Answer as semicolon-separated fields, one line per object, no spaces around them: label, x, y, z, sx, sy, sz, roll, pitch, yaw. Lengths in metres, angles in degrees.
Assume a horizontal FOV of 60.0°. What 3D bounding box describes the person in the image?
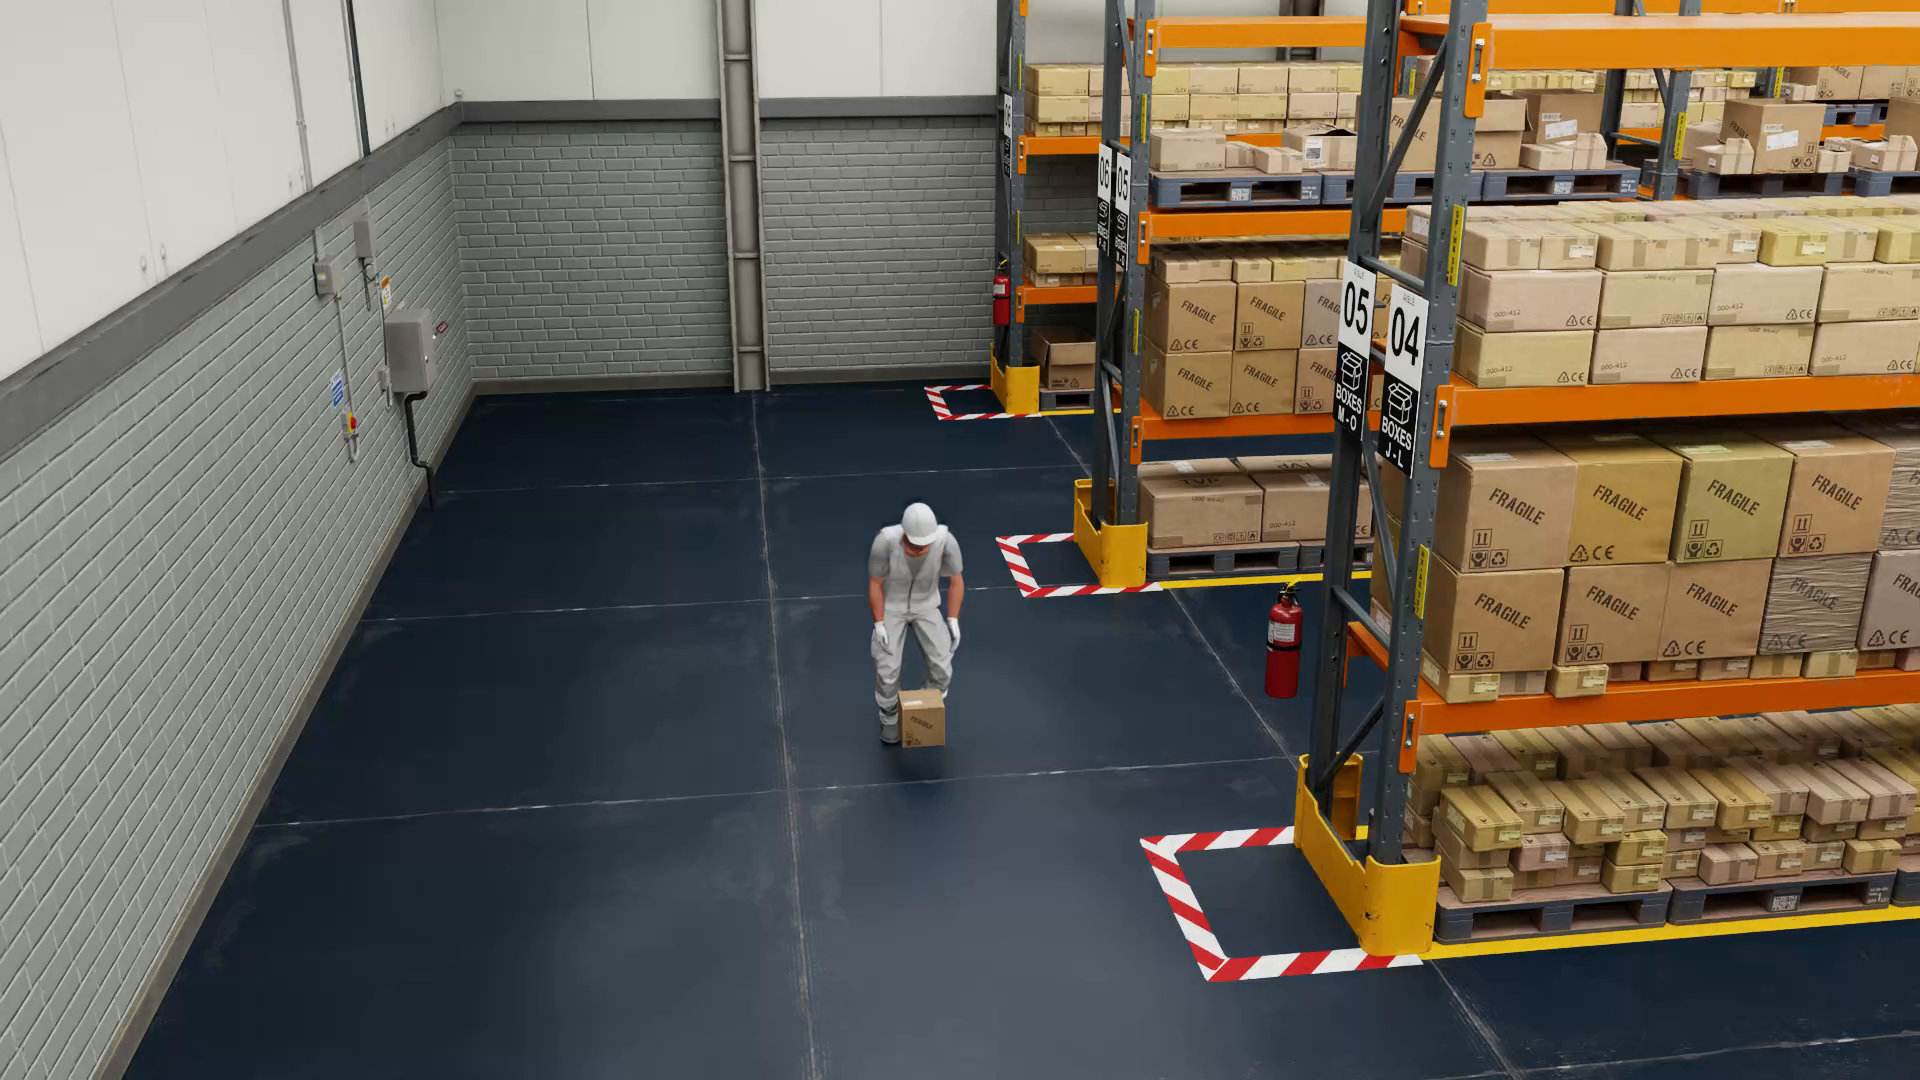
person;-0.265;0.472;10.038;0.575;1.580;0.647;-3;20;-7
